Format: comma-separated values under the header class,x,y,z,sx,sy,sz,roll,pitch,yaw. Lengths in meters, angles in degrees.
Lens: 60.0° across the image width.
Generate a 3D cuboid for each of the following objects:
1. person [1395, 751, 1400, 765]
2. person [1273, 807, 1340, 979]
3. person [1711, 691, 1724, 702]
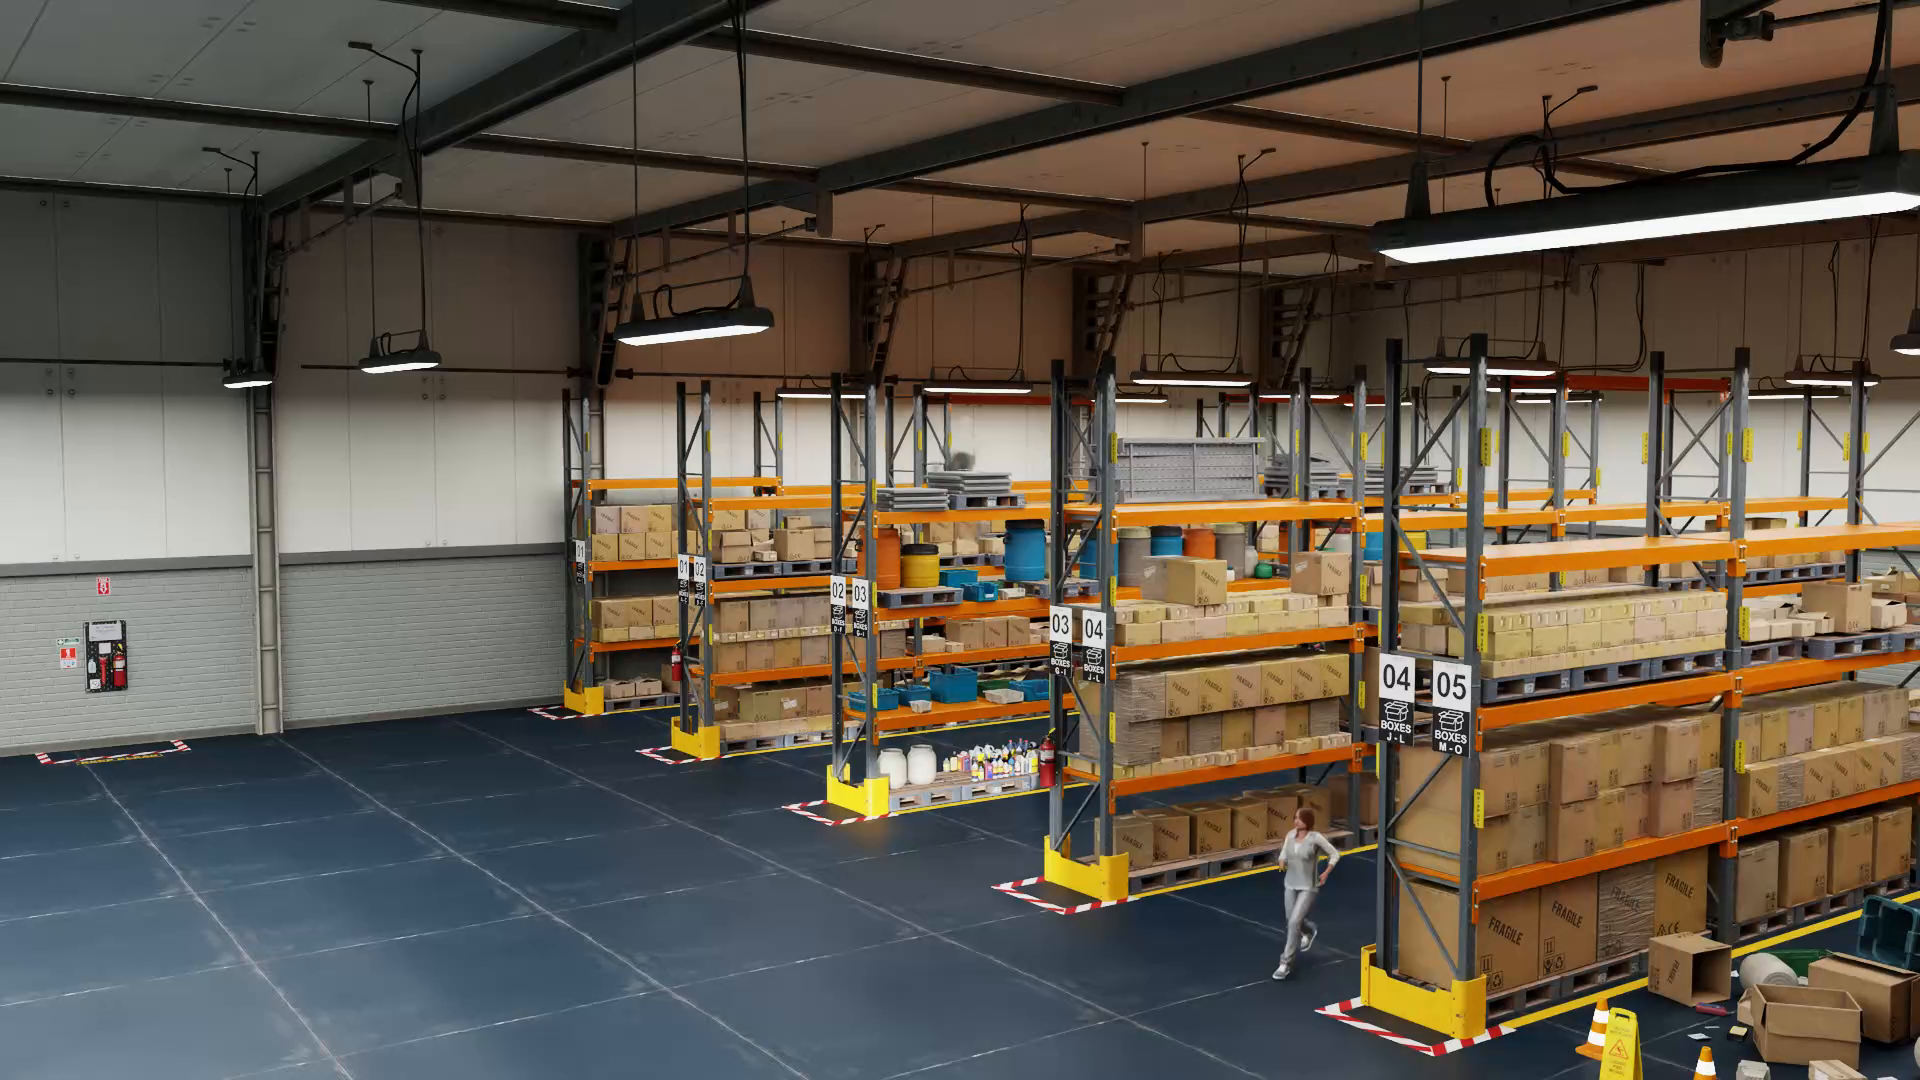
class,x,y,z,sx,sy,sz,roll,pitch,yaw
person,6.320,2.736,24.259,0.645,1.766,0.659,-2,4,-33
person,3.260,3.350,15.956,0.555,1.548,0.924,4,5,45
person,10.561,2.801,22.989,0.721,1.803,0.655,-3,5,-43
